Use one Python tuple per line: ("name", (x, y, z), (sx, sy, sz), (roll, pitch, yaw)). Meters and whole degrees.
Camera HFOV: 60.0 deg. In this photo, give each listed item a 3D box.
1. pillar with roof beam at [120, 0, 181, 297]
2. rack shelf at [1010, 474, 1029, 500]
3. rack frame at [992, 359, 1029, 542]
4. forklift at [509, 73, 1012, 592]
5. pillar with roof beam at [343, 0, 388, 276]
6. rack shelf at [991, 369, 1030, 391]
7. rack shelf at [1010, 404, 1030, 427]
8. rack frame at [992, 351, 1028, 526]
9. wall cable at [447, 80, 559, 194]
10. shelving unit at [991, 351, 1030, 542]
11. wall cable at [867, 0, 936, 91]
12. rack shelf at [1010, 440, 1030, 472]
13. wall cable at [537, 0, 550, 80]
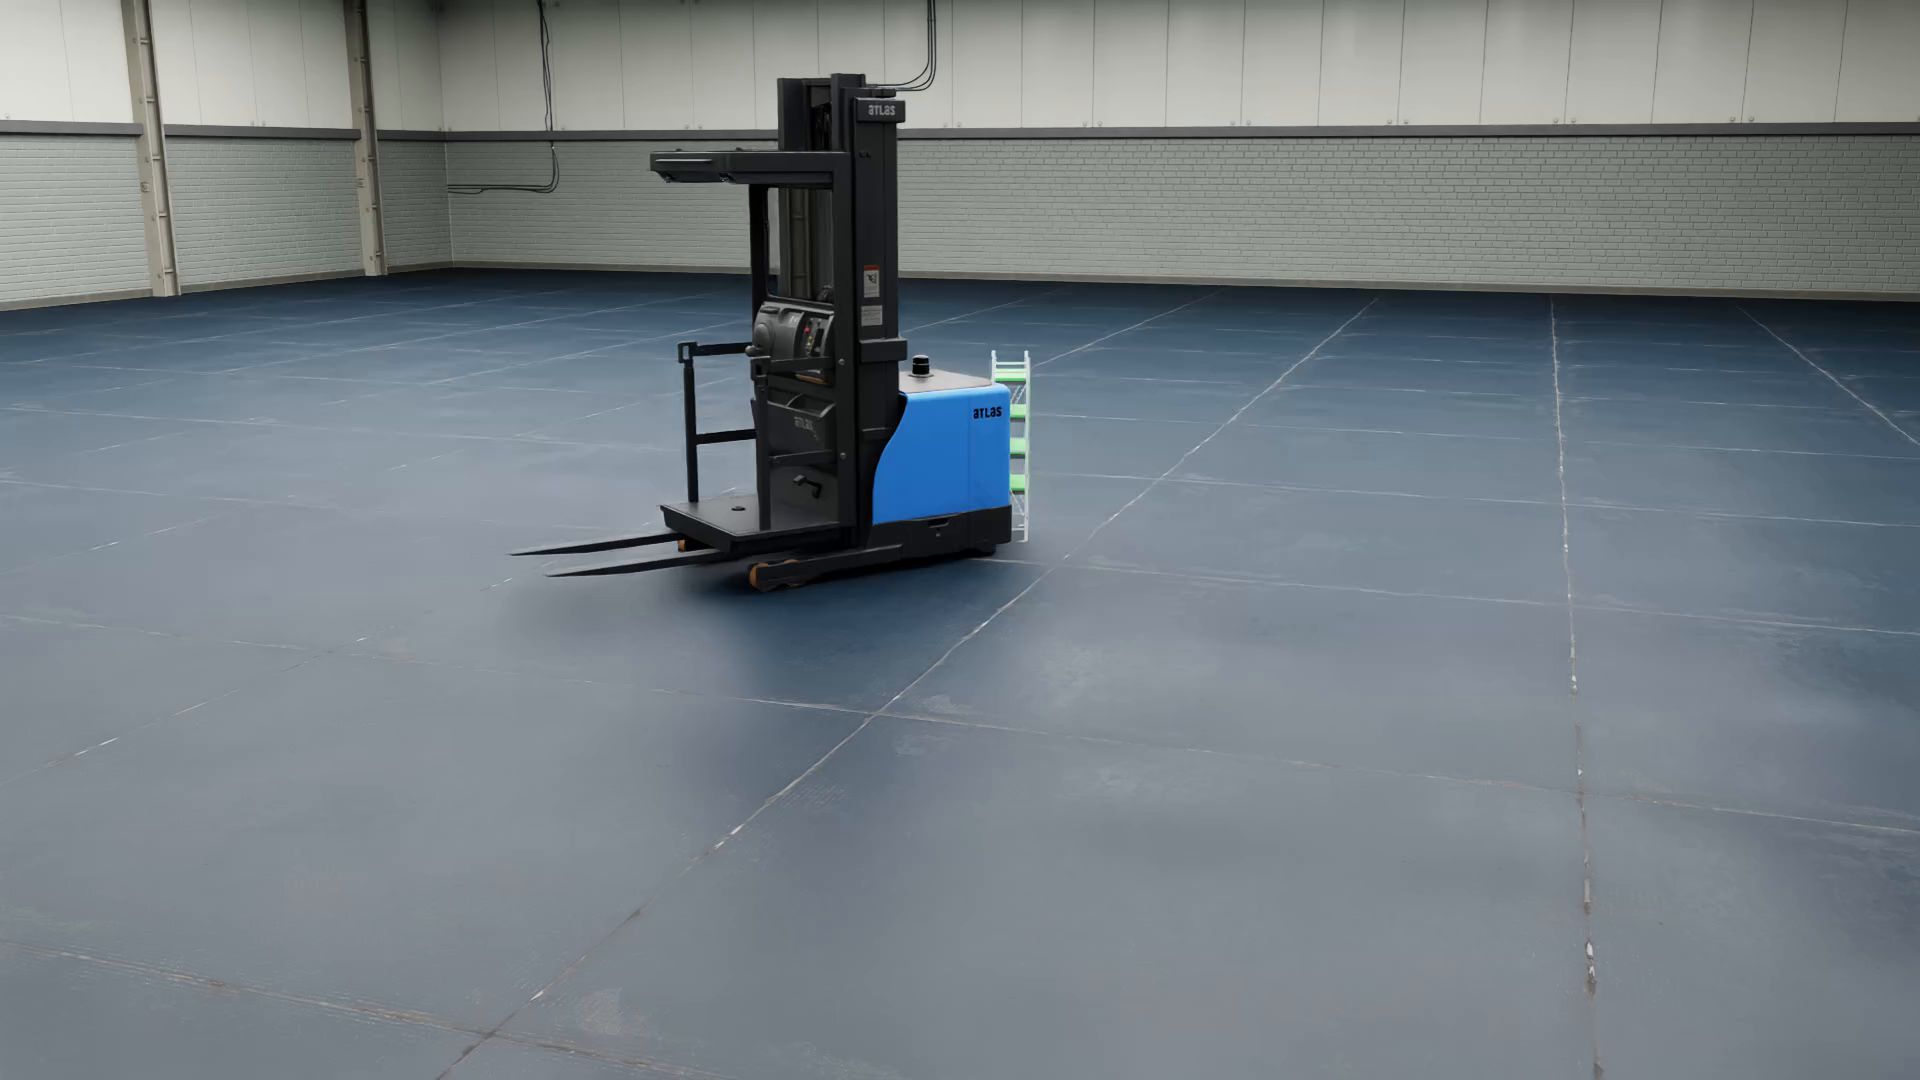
("pillar with roof beam", (-10.649, -8.613, 28.501), (9.100, 9.000, 0.400), (4, 14, 18))
("rack shelf", (0.330, -0.333, 11.118), (0.258, 0.148, 0.480), (0, 13, 1))
("rack frame", (0.325, -0.575, 10.812), (0.240, 1.200, 0.015), (0, 13, 1))
("forklift", (-1.180, -1.262, 9.932), (3.031, 2.935, 1.130), (-8, 15, -33))
("pillar with roof beam", (-8.708, -9.876, 34.036), (9.100, 9.000, 0.400), (4, 14, 18))
("rack shelf", (0.330, -1.035, 10.957), (0.258, 0.148, 0.480), (0, 13, 1))
("rack shelf", (0.330, -0.801, 11.011), (0.258, 0.148, 0.480), (0, 13, 1))
("rack frame", (0.336, -0.684, 11.288), (0.240, 1.200, 0.015), (0, 13, 1))
("wall cable", (-10.577, -9.197, 38.040), (3.097, 2.526, 0.112), (4, 14, 18))
("shelving unit", (0.330, -0.630, 11.050), (0.258, 1.200, 0.503), (0, 13, 1))
("wall cable", (-1.599, -11.682, 34.306), (2.305, 6.003, 0.169), (4, 14, 18))
("rack shelf", (0.330, -0.567, 11.064), (0.258, 0.148, 0.480), (0, 13, 1))
("wall cable", (-8.017, -11.465, 36.624), (3.097, 2.526, 0.112), (4, 14, 18))
